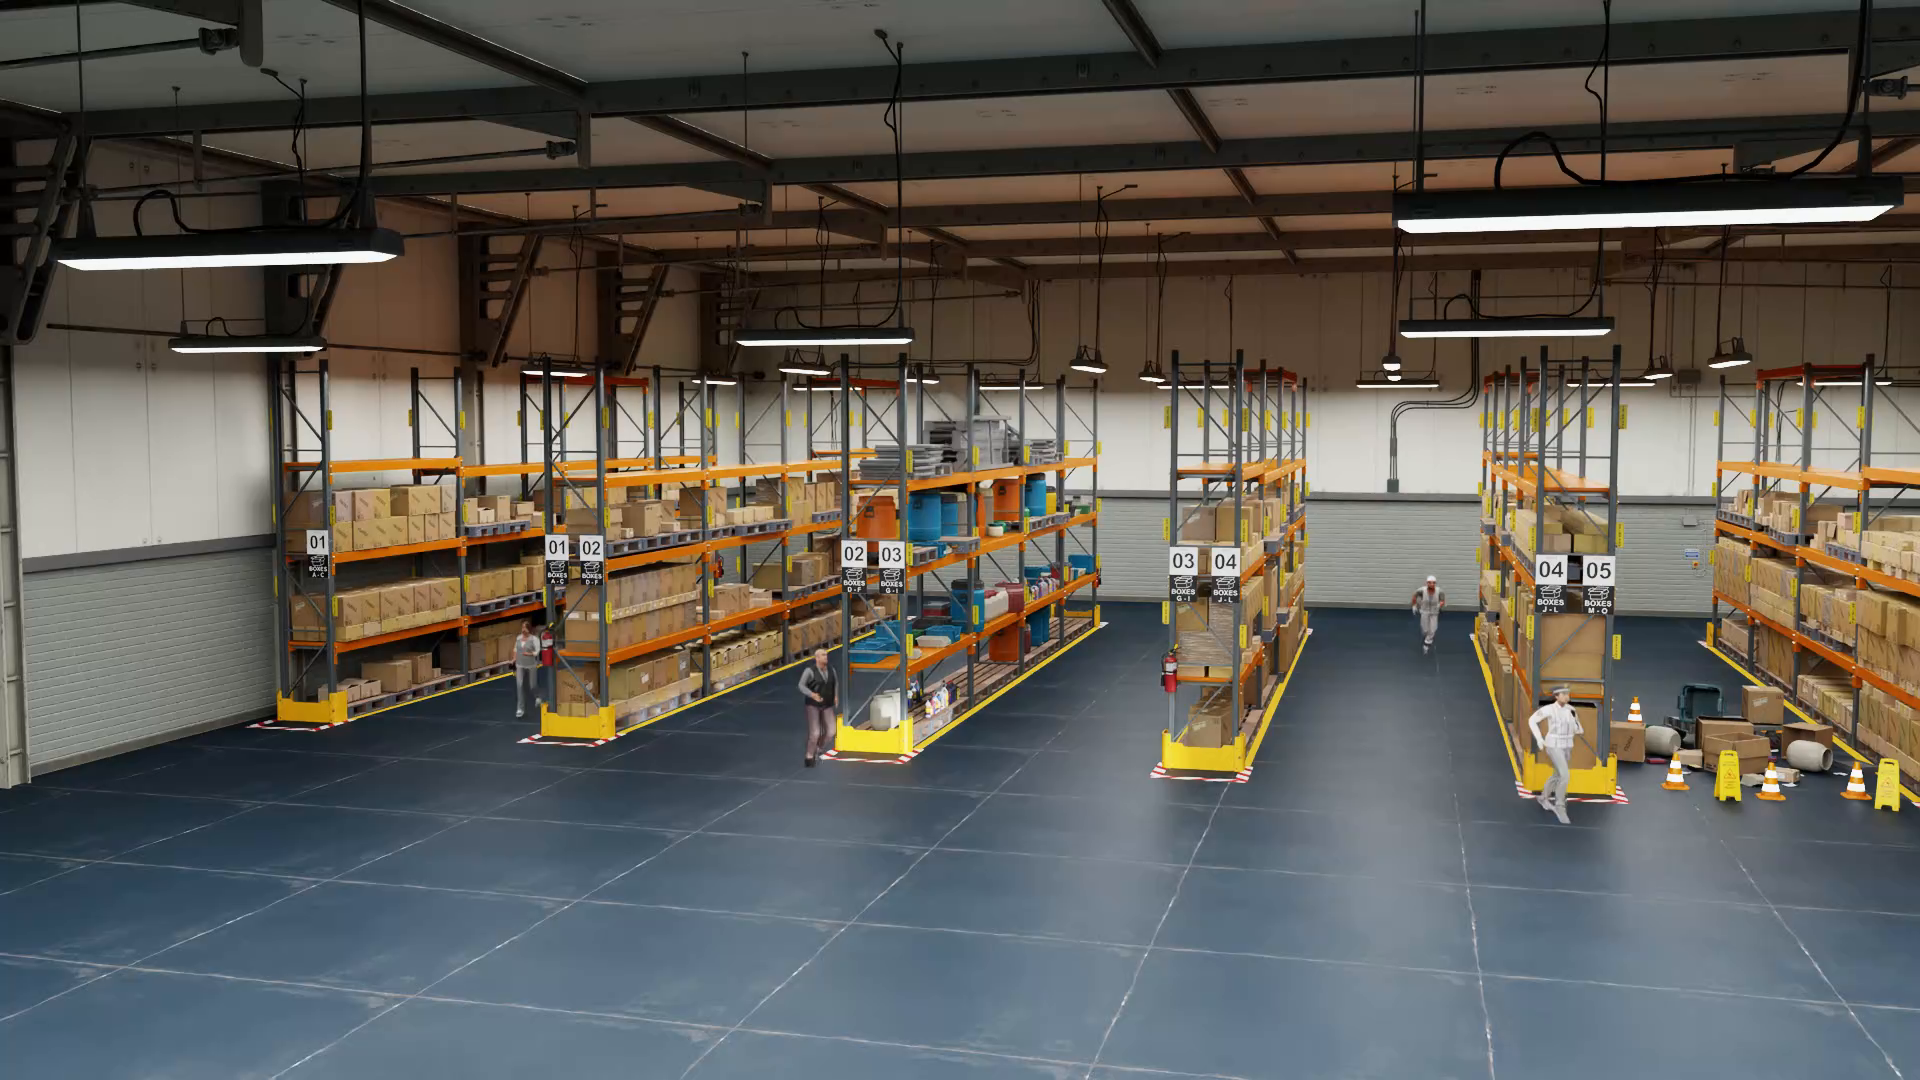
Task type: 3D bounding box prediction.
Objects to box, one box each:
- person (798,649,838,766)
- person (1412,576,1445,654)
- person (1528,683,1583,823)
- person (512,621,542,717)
[{"bbox_3d":[-1.989,2.425,24.054,0.691,1.690,0.530,-3,5,-31],"label":"person"},{"bbox_3d":[10.034,1.605,35.569,0.652,1.707,0.743,0,4,5],"label":"person"},{"bbox_3d":[7.534,2.662,20.927,0.579,1.763,0.750,-2,5,-27],"label":"person"},{"bbox_3d":[-7.372,2.165,28.253,0.521,1.576,0.877,0,4,5],"label":"person"}]
